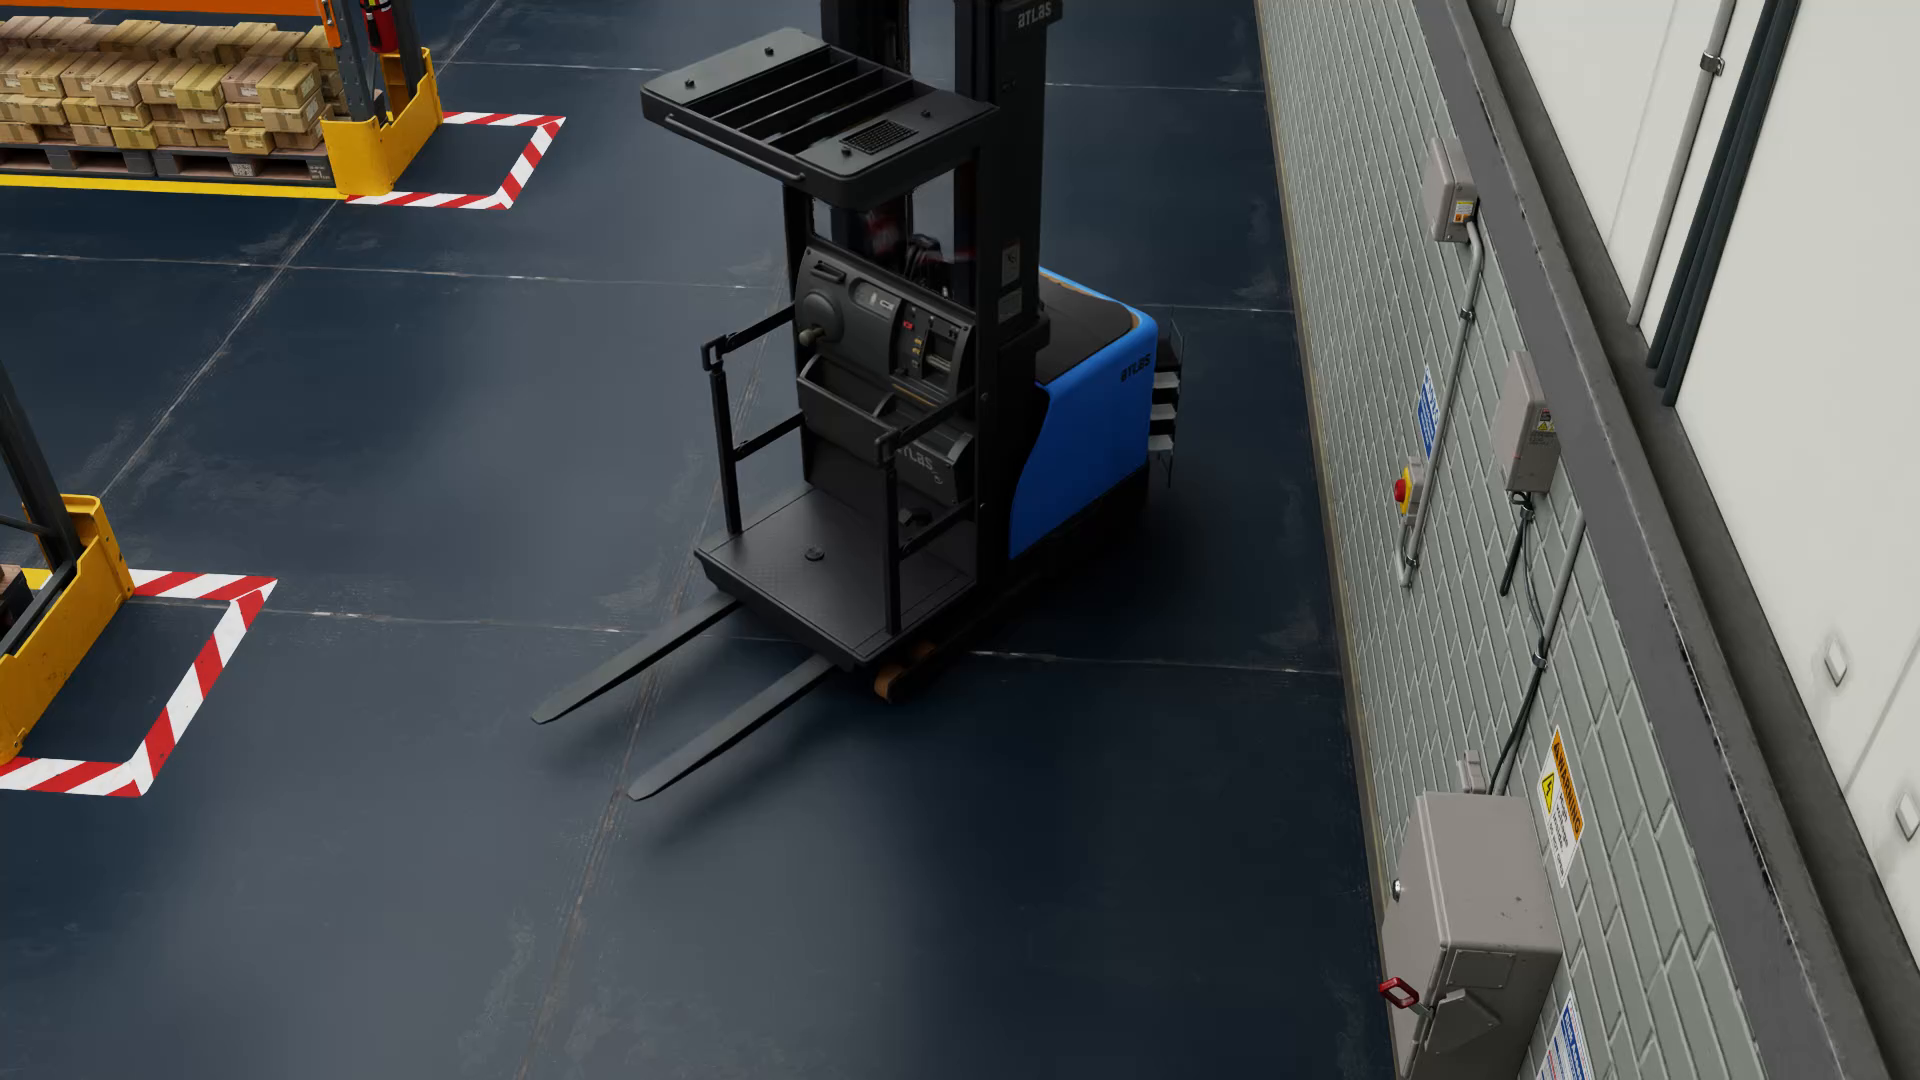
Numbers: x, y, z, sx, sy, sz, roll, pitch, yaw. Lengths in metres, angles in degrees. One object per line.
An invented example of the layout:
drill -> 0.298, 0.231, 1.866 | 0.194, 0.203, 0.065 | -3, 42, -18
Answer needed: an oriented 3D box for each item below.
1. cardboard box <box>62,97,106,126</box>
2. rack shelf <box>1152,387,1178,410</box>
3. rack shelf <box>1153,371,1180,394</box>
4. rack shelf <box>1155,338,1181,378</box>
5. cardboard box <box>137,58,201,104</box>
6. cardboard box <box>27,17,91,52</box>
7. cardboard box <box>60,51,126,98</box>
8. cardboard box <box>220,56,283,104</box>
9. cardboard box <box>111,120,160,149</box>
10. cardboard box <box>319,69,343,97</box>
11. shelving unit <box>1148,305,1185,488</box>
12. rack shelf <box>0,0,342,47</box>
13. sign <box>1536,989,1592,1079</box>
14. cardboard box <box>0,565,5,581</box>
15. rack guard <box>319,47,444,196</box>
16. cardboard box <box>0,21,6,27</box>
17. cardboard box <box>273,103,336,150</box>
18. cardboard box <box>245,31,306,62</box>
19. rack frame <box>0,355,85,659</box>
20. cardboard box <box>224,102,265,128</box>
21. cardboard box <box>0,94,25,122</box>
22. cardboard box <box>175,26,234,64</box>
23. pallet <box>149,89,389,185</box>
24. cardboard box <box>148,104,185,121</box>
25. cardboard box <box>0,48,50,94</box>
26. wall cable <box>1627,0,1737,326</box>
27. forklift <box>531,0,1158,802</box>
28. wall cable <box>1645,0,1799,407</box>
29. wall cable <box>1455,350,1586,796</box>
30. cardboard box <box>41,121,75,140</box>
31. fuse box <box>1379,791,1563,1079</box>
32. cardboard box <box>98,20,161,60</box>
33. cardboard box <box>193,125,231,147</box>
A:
cardboard box -> -5.542, -2.823, 10.703 | 0.250, 0.149, 0.380 | 5, 39, 6
rack shelf -> 0.919, -0.719, 8.000 | 0.200, 0.077, 0.258 | -5, 39, -7
rack shelf -> 0.919, -0.789, 7.943 | 0.200, 0.077, 0.258 | -5, 39, -7
rack shelf -> 0.918, -0.859, 7.887 | 0.200, 0.077, 0.258 | -5, 39, -7
cardboard box -> -5.019, -2.924, 10.591 | 0.250, 0.149, 0.380 | 2, 39, 2
cardboard box -> -6.006, -3.354, 11.119 | 0.250, 0.149, 0.380 | 2, 39, 2
cardboard box -> -5.545, -2.987, 10.669 | 0.250, 0.149, 0.380 | 2, 39, 2
cardboard box -> -4.498, -2.936, 10.605 | 0.250, 0.149, 0.380 | 4, 39, 5
cardboard box -> -5.273, -2.682, 10.765 | 0.250, 0.149, 0.380 | 1, 39, 2
cardboard box -> -4.203, -3.091, 11.032 | 0.250, 0.149, 0.380 | 5, 39, 6
shelving unit -> 0.919, -0.675, 8.035 | 0.210, 0.900, 0.258 | -5, 39, -7
rack shelf -> -5.696, -3.558, 10.486 | 4.000, 0.370, 1.077 | 3, 39, 4
sign -> 1.427, 1.355, 3.955 | 0.001, 0.494, 0.329 | 3, 39, 4
cardboard box -> -4.696, 0.248, 6.937 | 0.875, 0.438, 0.875 | 2, 39, 2
rack guard -> -3.779, -2.763, 10.919 | 0.348, 0.500, 1.175 | 3, 39, 4
cardboard box -> -6.553, -3.317, 11.074 | 0.250, 0.149, 0.380 | 4, 39, 5
cardboard box -> -4.246, -2.683, 10.766 | 0.250, 0.149, 0.380 | 4, 39, 5
cardboard box -> -4.481, -3.198, 10.928 | 0.250, 0.149, 0.380 | 4, 39, 5
rack frame -> -4.030, -0.610, 6.293 | 0.127, 3.000, 1.000 | 3, 39, 4
cardboard box -> -4.509, -2.798, 10.672 | 0.250, 0.149, 0.380 | 2, 39, 3
cardboard box -> -6.062, -2.850, 10.736 | 0.250, 0.149, 0.380 | 3, 39, 3
cardboard box -> -4.975, -3.254, 10.996 | 0.250, 0.149, 0.380 | 1, 39, 2
pallet -> -4.585, -2.718, 11.092 | 1.213, 0.211, 1.003 | 3, 39, 4
cardboard box -> -5.030, -2.857, 10.744 | 0.250, 0.149, 0.380 | 3, 39, 3
cardboard box -> -6.050, -3.022, 10.711 | 0.250, 0.149, 0.380 | 2, 39, 2
wall cable -> 1.594, -2.331, 3.656 | 0.029, 3.000, 2.355 | 3, 39, 4
forklift -> -0.461, -0.813, 6.598 | 1.130, 2.935, 3.031 | 30, 48, 32
wall cable -> 1.316, -0.595, 1.494 | 0.133, 3.039, 2.988 | 3, 39, 4
wall cable -> 1.479, 0.181, 4.517 | 0.122, 1.984, 0.588 | 3, 39, 4
cardboard box -> -5.789, -2.770, 10.873 | 0.250, 0.149, 0.380 | 4, 39, 5
fuse box -> 1.264, 1.496, 4.727 | 0.414, 1.711, 0.539 | 3, 39, 4
cardboard box -> -5.509, -3.318, 11.075 | 0.250, 0.149, 0.380 | 4, 39, 5
cardboard box -> -4.766, -2.702, 10.790 | 0.250, 0.149, 0.380 | 3, 39, 4
